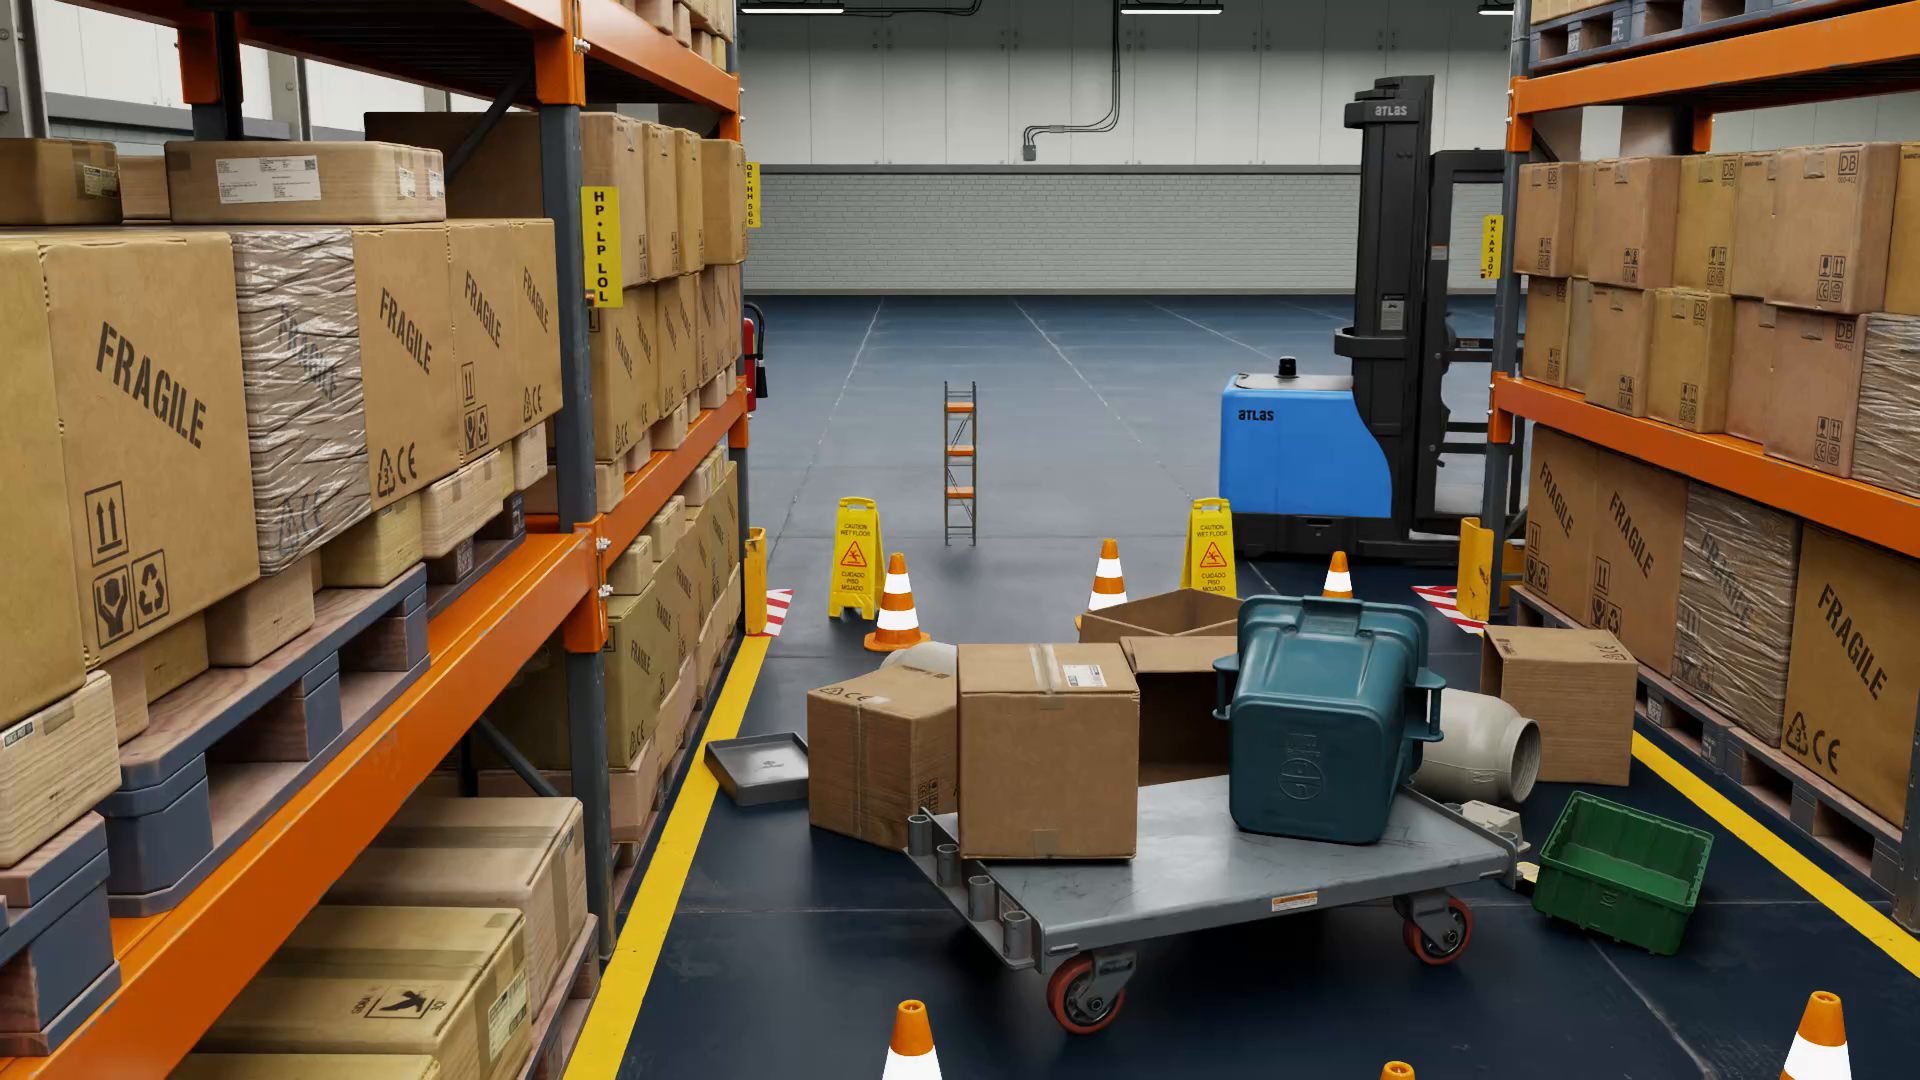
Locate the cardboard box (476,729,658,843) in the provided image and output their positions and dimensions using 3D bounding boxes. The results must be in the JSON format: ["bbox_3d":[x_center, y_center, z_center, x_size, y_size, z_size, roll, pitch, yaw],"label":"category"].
[{"bbox_3d":[-1.277,0.792,5.468,0.500,0.250,0.500,-1,11,-4],"label":"cardboard box"}]

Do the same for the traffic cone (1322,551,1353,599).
[{"bbox_3d":[1.921,0.288,8.474,0.336,0.463,0.334,0,11,-1],"label":"traffic cone"}]

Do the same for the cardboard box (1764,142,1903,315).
[{"bbox_3d":[3.311,-1.056,5.629,0.875,0.550,0.550,0,11,-1],"label":"cardboard box"}]

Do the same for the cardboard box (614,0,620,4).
[{"bbox_3d":[-1.327,-1.792,5.434,0.380,0.149,0.250,0,11,1],"label":"cardboard box"}]

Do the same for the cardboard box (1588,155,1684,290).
[{"bbox_3d":[3.278,-1.374,7.196,0.875,0.550,0.550,0,11,-1],"label":"cardboard box"}]

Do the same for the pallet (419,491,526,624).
[{"bbox_3d":[-1.664,0.016,3.920,1.003,0.211,1.213,0,11,-1],"label":"pallet"}]

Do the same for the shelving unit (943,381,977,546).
[{"bbox_3d":[0.001,-0.504,10.902,0.215,1.050,0.252,0,11,-1],"label":"shelving unit"}]

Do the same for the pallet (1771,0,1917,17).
[{"bbox_3d":[3.406,-1.861,5.365,1.003,0.211,1.213,0,11,-1],"label":"pallet"}]

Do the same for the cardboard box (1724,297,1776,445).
[{"bbox_3d":[3.465,-0.635,6.268,0.875,0.550,0.550,0,11,-1],"label":"cardboard box"}]

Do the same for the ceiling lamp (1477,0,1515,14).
[{"bbox_3d":[11.189,-11.938,32.588,2.000,3.185,0.800,0,11,-1],"label":"ceiling lamp"}]

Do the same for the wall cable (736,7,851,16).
[{"bbox_3d":[-4.121,-11.322,39.340,3.097,2.526,0.112,0,11,-1],"label":"wall cable"}]

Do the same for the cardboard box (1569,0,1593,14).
[{"bbox_3d":[3.027,-2.498,7.609,0.380,0.149,0.250,0,11,-1],"label":"cardboard box"}]

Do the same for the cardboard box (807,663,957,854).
[{"bbox_3d":[-0.197,0.774,5.979,0.500,0.500,0.500,9,15,38],"label":"cardboard box"}]

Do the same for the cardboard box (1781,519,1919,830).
[{"bbox_3d":[3.469,0.439,5.639,0.875,0.875,0.875,0,11,0],"label":"cardboard box"}]

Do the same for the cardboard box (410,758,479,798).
[{"bbox_3d":[-1.816,0.794,5.458,0.500,0.250,0.500,0,11,1],"label":"cardboard box"}]

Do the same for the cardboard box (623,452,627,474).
[{"bbox_3d":[-1.314,-0.274,5.499,0.380,0.149,0.250,0,11,-1],"label":"cardboard box"}]

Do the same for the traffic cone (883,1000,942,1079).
[{"bbox_3d":[-0.109,1.253,3.718,0.336,0.463,0.334,0,11,-1],"label":"traffic cone"}]

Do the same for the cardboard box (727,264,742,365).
[{"bbox_3d":[-1.331,-1.114,8.006,0.500,0.500,0.500,0,11,-2],"label":"cardboard box"}]

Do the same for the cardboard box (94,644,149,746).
[{"bbox_3d":[-1.273,0.203,2.090,0.380,0.149,0.250,0,11,2],"label":"cardboard box"}]

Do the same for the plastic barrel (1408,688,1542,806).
[{"bbox_3d":[1.855,0.772,6.189,0.512,0.421,0.421,9,15,38],"label":"plastic barrel"}]

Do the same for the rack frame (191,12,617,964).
[{"bbox_3d":[-1.535,-0.231,4.653,1.000,3.000,0.127,0,11,-1],"label":"rack frame"}]

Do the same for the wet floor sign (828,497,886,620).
[{"bbox_3d":[-0.552,0.086,9.014,0.267,0.644,0.232,4,12,18],"label":"wet floor sign"}]

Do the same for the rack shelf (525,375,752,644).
[{"bbox_3d":[-1.576,-0.276,6.684,1.077,0.370,4.000,0,11,-1],"label":"rack shelf"}]

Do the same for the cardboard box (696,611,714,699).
[{"bbox_3d":[-1.313,0.482,6.997,0.500,0.250,0.500,-1,11,-3],"label":"cardboard box"}]

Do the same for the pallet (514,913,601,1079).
[{"bbox_3d":[-1.517,1.290,4.167,1.003,0.211,1.213,0,11,-1],"label":"pallet"}]

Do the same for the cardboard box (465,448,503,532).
[{"bbox_3d":[-1.219,-0.109,3.627,0.380,0.149,0.250,0,11,-2],"label":"cardboard box"}]

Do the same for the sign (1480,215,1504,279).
[{"bbox_3d":[2.774,-1.528,8.672,0.100,0.325,0.005,0,11,-1],"label":"sign"}]

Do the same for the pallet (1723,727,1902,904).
[{"bbox_3d":[3.475,0.944,5.876,1.003,0.211,1.213,0,11,-1],"label":"pallet"}]

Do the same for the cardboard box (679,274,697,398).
[{"bbox_3d":[-1.327,-0.814,6.528,0.500,0.500,0.500,0,11,0],"label":"cardboard box"}]

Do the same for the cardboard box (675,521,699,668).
[{"bbox_3d":[-1.309,0.216,6.426,0.500,0.500,0.500,0,11,2],"label":"cardboard box"}]

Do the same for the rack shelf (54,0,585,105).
[{"bbox_3d":[-1.493,-0.951,2.466,1.077,0.370,4.000,0,11,-1],"label":"rack shelf"}]

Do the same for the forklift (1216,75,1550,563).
[{"bbox_3d":[3.182,-1.348,10.332,3.031,2.935,1.130,2,12,12],"label":"forklift"}]

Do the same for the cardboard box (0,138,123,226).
[{"bbox_3d":[-1.753,-0.639,2.977,0.380,0.149,0.250,0,11,2],"label":"cardboard box"}]

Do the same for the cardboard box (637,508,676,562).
[{"bbox_3d":[-1.232,-0.020,5.956,0.380,0.149,0.250,0,11,1],"label":"cardboard box"}]

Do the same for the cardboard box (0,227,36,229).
[{"bbox_3d":[-1.783,-0.237,2.628,0.500,0.500,0.500,-1,11,-3],"label":"cardboard box"}]

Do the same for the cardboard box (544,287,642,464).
[{"bbox_3d":[-1.265,-0.514,5.050,0.500,0.500,0.500,0,11,-1],"label":"cardboard box"}]

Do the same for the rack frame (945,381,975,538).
[{"bbox_3d":[-0.001,-0.528,11.022,0.200,1.050,0.008,0,11,-1],"label":"rack frame"}]

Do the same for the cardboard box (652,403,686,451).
[{"bbox_3d":[-1.238,-0.426,6.247,0.380,0.149,0.250,0,11,-1],"label":"cardboard box"}]

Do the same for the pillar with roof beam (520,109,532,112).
[{"bbox_3d":[-3.659,-8.591,30.774,9.100,9.000,0.400,0,11,-1],"label":"pillar with roof beam"}]

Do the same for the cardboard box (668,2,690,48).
[{"bbox_3d":[-1.254,-1.998,6.451,0.380,0.149,0.250,0,11,-2],"label":"cardboard box"}]

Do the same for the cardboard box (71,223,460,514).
[{"bbox_3d":[-1.280,-0.339,3.132,0.500,0.500,0.500,0,11,1],"label":"cardboard box"}]

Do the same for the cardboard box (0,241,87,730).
[{"bbox_3d":[-1.248,-0.030,1.608,0.500,0.500,0.500,0,11,2],"label":"cardboard box"}]

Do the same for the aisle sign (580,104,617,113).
[{"bbox_3d":[-1.929,-2.311,8.368,0.394,0.787,0.004,0,11,-1],"label":"aisle sign"}]

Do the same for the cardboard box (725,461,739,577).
[{"bbox_3d":[-1.340,-0.094,7.949,0.500,0.500,0.500,0,11,-1],"label":"cardboard box"}]

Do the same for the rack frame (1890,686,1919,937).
[{"bbox_3d":[3.412,-0.271,4.852,1.000,3.000,0.127,0,11,-1],"label":"rack frame"}]

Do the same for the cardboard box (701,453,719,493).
[{"bbox_3d":[-1.263,-0.289,7.280,0.380,0.149,0.250,0,11,0],"label":"cardboard box"}]

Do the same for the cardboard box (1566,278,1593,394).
[{"bbox_3d":[3.416,-0.957,7.855,0.875,0.550,0.550,0,11,-1],"label":"cardboard box"}]

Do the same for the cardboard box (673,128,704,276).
[{"bbox_3d":[-1.299,-1.206,5.943,0.700,0.500,0.500,0,11,-2],"label":"cardboard box"}]

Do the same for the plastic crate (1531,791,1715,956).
[{"bbox_3d":[2.099,1.049,5.270,0.450,0.188,0.662,17,18,26],"label":"plastic crate"}]

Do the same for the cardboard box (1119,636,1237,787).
[{"bbox_3d":[0.978,0.656,6.221,0.797,0.637,0.503,0,11,-1],"label":"cardboard box"}]

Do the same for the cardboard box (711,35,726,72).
[{"bbox_3d":[-1.293,-2.254,7.712,0.380,0.149,0.250,0,11,-1],"label":"cardboard box"}]

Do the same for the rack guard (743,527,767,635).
[{"bbox_3d":[-1.616,0.214,8.746,1.175,0.500,0.348,0,11,-1],"label":"rack guard"}]

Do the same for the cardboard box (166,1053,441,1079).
[{"bbox_3d":[-1.487,1.236,2.973,0.950,0.372,0.625,0,11,1],"label":"cardboard box"}]

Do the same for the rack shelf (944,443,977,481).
[{"bbox_3d":[0.001,-0.494,10.904,0.215,0.259,0.240,0,11,-1],"label":"rack shelf"}]

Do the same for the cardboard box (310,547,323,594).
[{"bbox_3d":[-1.339,0.043,2.877,0.380,0.149,0.250,-1,11,-3],"label":"cardboard box"}]

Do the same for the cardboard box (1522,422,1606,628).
[{"bbox_3d":[3.409,-0.096,8.278,0.875,0.875,0.875,0,11,-1],"label":"cardboard box"}]

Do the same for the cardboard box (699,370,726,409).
[{"bbox_3d":[-1.260,-0.677,7.486,0.380,0.149,0.250,0,11,0],"label":"cardboard box"}]

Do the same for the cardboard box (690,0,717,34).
[{"bbox_3d":[-1.342,-2.368,7.270,0.500,0.250,0.500,0,11,-2],"label":"cardboard box"}]

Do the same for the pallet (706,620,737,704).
[{"bbox_3d":[-1.634,0.517,7.978,1.003,0.211,1.213,0,11,-1],"label":"pallet"}]
